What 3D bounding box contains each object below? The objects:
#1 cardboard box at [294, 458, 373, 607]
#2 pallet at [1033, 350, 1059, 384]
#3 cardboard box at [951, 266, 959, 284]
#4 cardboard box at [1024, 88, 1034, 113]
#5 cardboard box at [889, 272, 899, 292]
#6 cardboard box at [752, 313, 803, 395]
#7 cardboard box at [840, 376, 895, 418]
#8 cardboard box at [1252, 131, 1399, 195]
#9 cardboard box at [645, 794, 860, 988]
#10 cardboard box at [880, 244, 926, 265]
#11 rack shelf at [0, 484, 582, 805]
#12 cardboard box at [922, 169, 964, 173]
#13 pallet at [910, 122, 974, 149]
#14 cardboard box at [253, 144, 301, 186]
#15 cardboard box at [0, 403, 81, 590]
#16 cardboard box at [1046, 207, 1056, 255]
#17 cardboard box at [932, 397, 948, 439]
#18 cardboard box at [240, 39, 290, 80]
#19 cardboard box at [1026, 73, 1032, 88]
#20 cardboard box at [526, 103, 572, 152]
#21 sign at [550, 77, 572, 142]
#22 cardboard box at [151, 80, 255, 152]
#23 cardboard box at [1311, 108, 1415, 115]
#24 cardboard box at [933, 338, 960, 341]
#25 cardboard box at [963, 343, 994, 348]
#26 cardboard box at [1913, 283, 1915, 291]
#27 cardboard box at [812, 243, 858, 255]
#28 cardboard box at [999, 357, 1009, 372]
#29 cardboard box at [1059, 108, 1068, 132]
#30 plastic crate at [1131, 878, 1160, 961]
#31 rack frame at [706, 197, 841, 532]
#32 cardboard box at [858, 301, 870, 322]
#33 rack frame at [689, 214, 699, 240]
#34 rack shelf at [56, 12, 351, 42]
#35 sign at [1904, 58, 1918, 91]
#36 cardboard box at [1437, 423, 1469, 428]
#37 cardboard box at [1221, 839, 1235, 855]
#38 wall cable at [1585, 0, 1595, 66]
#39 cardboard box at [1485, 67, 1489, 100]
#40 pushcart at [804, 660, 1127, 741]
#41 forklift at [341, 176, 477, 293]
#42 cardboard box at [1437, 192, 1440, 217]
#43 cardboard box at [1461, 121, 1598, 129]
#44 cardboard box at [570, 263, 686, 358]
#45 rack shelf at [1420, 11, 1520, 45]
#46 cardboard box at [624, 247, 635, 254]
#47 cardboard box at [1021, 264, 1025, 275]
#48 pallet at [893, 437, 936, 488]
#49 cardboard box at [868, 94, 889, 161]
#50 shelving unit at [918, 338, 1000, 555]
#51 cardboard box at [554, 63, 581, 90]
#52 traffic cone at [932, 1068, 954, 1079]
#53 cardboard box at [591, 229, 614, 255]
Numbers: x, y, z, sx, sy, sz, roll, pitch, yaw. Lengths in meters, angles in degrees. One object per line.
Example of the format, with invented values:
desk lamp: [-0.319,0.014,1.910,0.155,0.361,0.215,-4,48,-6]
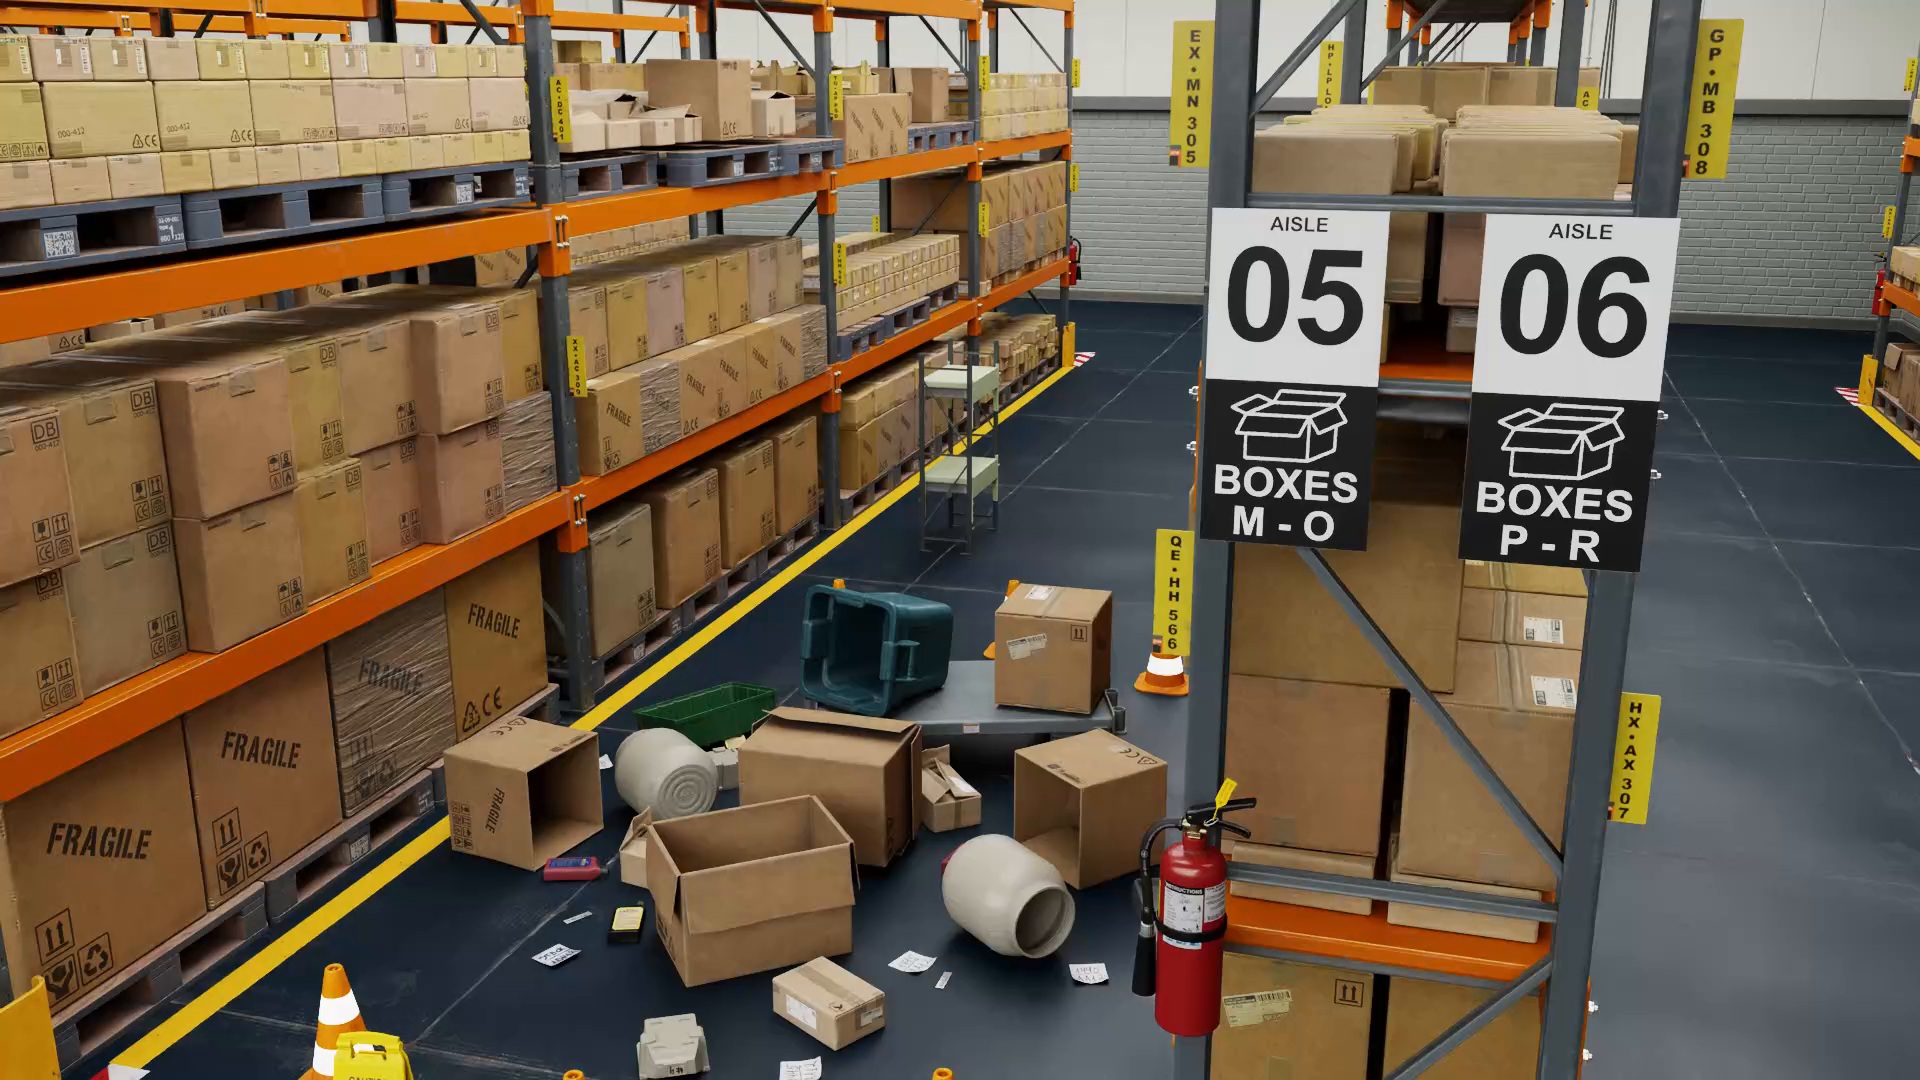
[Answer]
cardboard box: [-3.123,-0.064,7.282,0.875,0.550,0.500,5,16,16]
pallet: [0.549,-2.082,19.782,1.003,0.211,1.213,5,16,16]
cardboard box: [-0.224,-2.568,16.078,0.380,0.149,0.250,4,16,15]
cardboard box: [0.502,-4.725,17.853,0.500,0.250,0.500,4,16,13]
cardboard box: [-0.743,-2.232,14.347,0.380,0.149,0.250,4,16,15]
cardboard box: [-1.452,-1.339,11.870,0.500,0.500,0.500,5,16,16]
cardboard box: [-0.866,-1.214,14.051,0.500,0.250,0.500,4,16,15]
cardboard box: [0.876,-0.927,4.101,0.380,0.149,0.250,5,17,16]
cardboard box: [-0.865,1.436,6.845,0.797,0.503,0.637,-7,17,-23]
cardboard box: [-0.527,-2.583,15.040,0.380,0.149,0.250,4,16,14]
rack shelf: [-3.143,0.356,7.396,1.077,0.370,4.000,5,16,16]
cardboard box: [-0.126,-3.691,17.785,0.500,0.500,0.500,5,17,17]
pallet: [-0.579,-3.806,15.597,1.213,0.211,1.003,5,16,16]
cardboard box: [-2.876,-1.501,6.634,0.380,0.149,0.250,5,17,16]
cardboard box: [-3.569,-0.153,5.616,0.875,0.550,0.550,5,16,16]
cardboard box: [0.803,-3.572,19.198,0.500,0.500,0.500,4,16,15]
cardboard box: [-0.416,-1.258,15.580,0.500,0.500,0.500,4,16,15]
cardboard box: [-2.877,-1.885,6.527,0.380,0.149,0.250,5,17,17]
cardboard box: [0.564,-4.945,17.899,0.380,0.149,0.250,4,16,14]
cardboard box: [-2.527,-2.332,9.378,0.500,0.250,0.500,5,17,16]
sign: [-2.042,-2.201,8.501,0.100,0.325,0.005,5,16,16]
cardboard box: [-3.042,-1.602,6.261,0.500,0.250,0.500,4,16,15]
cardboard box: [1.568,-1.599,6.473,0.380,0.149,0.250,4,16,15]
cardboard box: [-0.214,-2.112,18.142,0.380,0.149,0.250,4,16,13]
cardboard box: [0.207,-2.005,17.764,0.380,0.149,0.250,4,16,14]
cardboard box: [9.945,-2.584,16.904,0.380,0.149,0.250,4,16,15]
cardboard box: [-1.148,-2.634,15.219,0.380,0.149,0.250,4,16,15]
cardboard box: [0.309,-1.930,18.047,0.380,0.149,0.250,5,17,18]
cardboard box: [0.960,-4.884,19.330,0.500,0.250,0.500,4,16,15]
plastic crate: [0.968,1.596,7.057,0.402,0.080,0.583,-1,16,-3]
rack frame: [-1.438,-1.560,12.832,1.000,3.000,0.127,5,16,16]
cardboard box: [-0.965,-1.883,13.663,0.380,0.149,0.250,5,17,19]
rack frame: [-3.891,-4.064,21.660,1.000,3.000,0.127,5,16,16]
rack shelf: [-9.208,-6.272,20.504,1.077,0.370,4.000,5,16,16]
sign: [9.850,-4.817,17.217,0.100,0.325,0.005,5,16,16]
cardboard box: [1.471,-0.325,5.918,0.700,0.500,0.500,5,16,16]
cardboard box: [0.930,0.822,4.894,0.380,0.149,0.250,4,16,15]
wall cable: [7.677,-7.633,23.248,2.355,3.000,0.029,5,16,16]
cardboard box: [3.299,-3.008,11.480,0.797,0.503,0.637,4,16,12]
pushcart: [0.000,0.942,8.817,1.648,0.377,0.936,-1,16,-3]
forklift: [-4.512,-1.526,12.837,1.130,2.935,3.031,8,18,27]
cardboard box: [1.520,-1.310,6.185,0.500,0.250,0.500,5,17,16]
cardboard box: [1.668,-1.152,4.897,0.380,0.149,0.250,5,16,16]
cardboard box: [-2.151,-1.440,10.393,0.700,0.500,0.500,5,17,16]
rack shelf: [5.042,-5.120,16.440,1.077,0.370,4.000,5,16,16]
cardboard box: [-4.111,-3.424,19.866,0.380,0.149,0.250,5,17,17]
cardboard box: [0.504,-3.024,18.454,0.380,0.149,0.250,5,17,17]
pallet: [-0.866,-0.741,15.054,1.003,0.211,1.213,5,16,16]
cardboard box: [-0.885,-3.311,13.326,0.500,0.500,0.500,5,16,16]
shelving unit: [-0.002,-0.720,12.619,0.431,1.500,0.755,5,16,16]
cardboard box: [-4.706,-5.108,18.710,0.700,0.500,0.500,6,17,19]
traffic cone: [-0.051,1.898,5.288,0.336,0.463,0.334,5,16,16]
cardboard box: [-4.355,-3.457,19.249,0.500,0.250,0.500,5,17,17]
